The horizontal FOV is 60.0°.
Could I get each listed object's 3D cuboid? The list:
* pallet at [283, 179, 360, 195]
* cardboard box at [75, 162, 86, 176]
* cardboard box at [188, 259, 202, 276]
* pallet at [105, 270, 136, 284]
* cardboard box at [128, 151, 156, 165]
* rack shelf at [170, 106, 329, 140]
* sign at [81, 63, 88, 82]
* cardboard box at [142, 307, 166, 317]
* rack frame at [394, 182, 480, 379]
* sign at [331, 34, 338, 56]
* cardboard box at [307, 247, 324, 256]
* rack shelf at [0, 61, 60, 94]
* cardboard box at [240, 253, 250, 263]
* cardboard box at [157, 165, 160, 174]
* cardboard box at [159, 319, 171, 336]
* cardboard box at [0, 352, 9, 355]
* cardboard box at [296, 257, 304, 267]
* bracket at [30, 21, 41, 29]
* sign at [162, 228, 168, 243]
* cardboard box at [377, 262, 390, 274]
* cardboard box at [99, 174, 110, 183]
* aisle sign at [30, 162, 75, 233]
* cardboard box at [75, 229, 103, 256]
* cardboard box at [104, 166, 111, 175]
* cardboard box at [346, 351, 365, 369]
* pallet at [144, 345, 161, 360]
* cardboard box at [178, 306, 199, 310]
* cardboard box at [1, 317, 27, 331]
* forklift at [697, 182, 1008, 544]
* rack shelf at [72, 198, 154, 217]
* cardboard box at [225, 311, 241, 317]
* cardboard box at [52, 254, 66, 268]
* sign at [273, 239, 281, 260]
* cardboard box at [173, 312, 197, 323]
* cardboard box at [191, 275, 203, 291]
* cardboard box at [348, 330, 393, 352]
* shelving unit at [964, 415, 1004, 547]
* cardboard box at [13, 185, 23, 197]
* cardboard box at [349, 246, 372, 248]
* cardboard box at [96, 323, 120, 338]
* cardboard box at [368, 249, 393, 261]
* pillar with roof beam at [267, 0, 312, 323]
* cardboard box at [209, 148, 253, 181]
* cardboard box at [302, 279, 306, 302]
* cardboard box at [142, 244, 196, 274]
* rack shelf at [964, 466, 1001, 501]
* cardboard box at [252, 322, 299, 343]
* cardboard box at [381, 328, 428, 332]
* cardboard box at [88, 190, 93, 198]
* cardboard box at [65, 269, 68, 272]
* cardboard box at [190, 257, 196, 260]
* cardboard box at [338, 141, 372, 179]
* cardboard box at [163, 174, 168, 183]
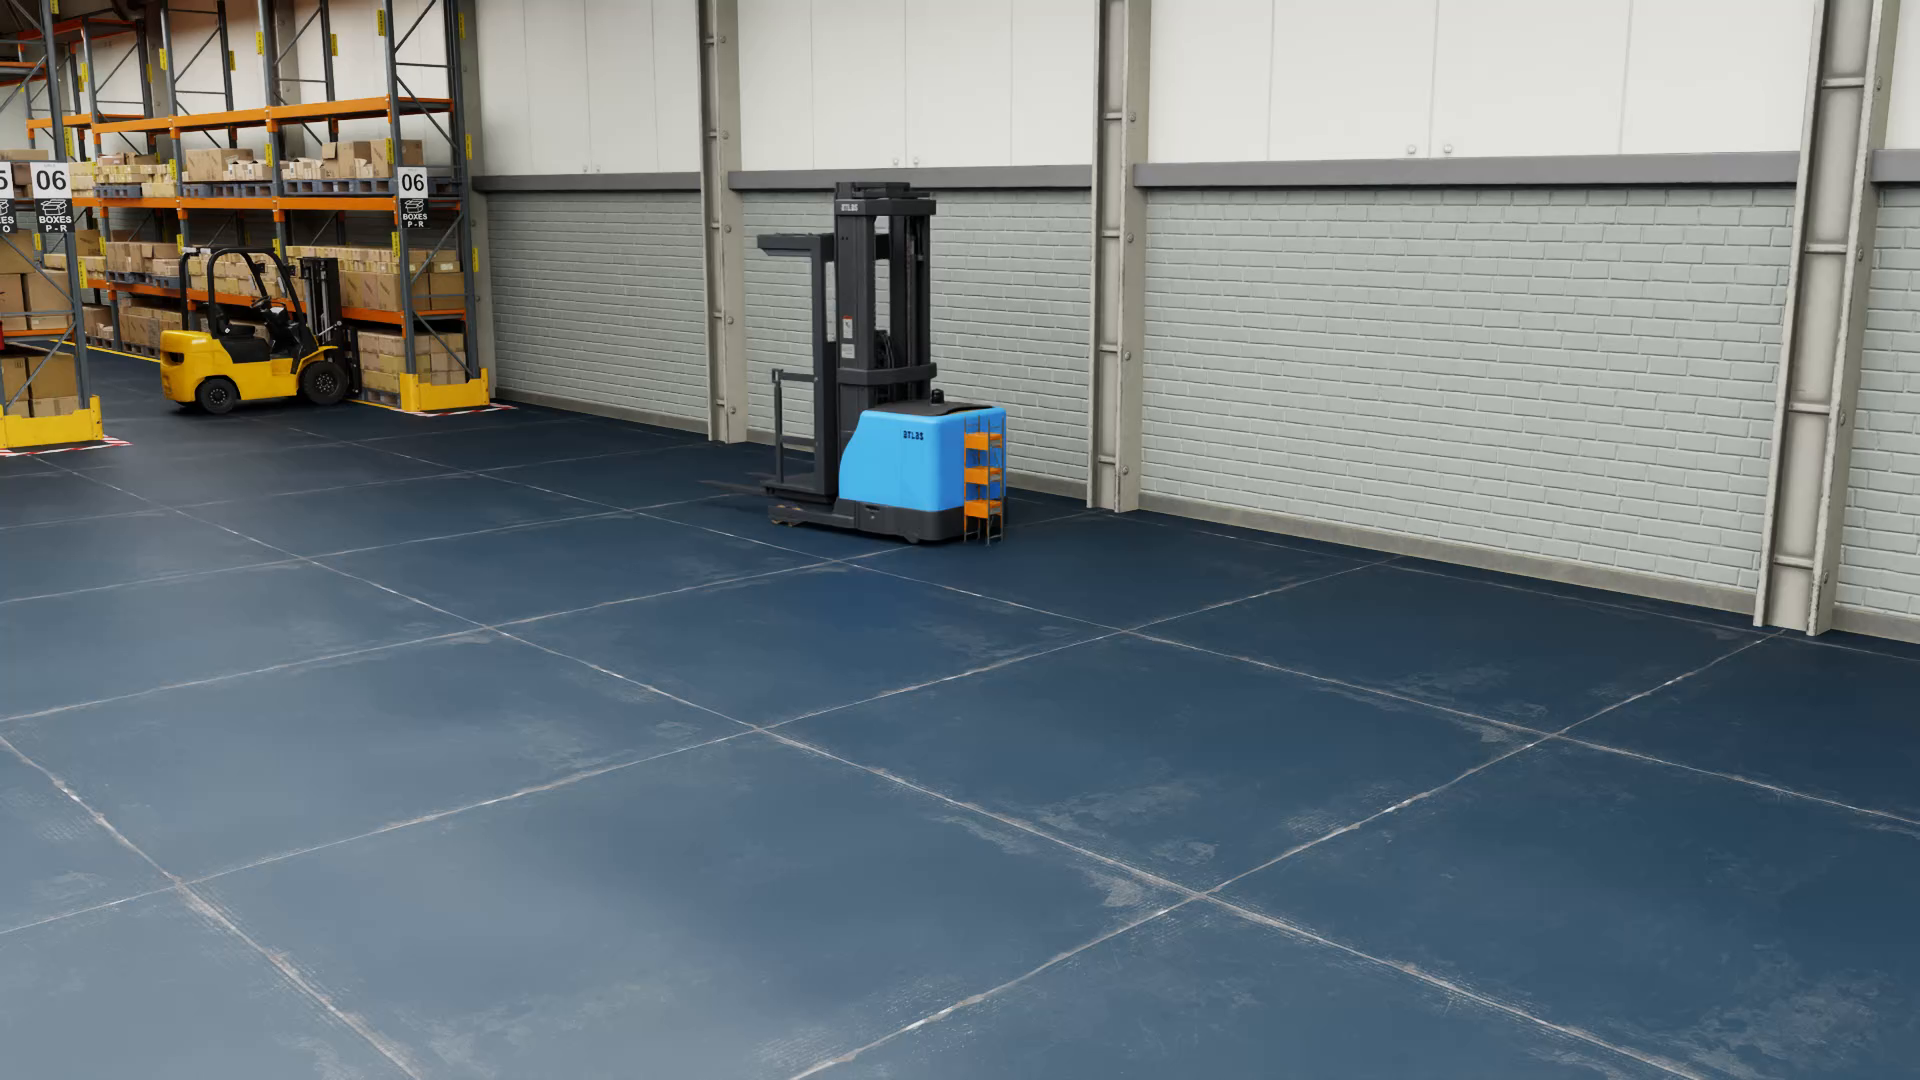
[{"bbox_3d":[-9.196,-5.180,24.406,1.003,0.211,1.213,-11,16,-43],"label":"pallet"},{"bbox_3d":[-16.208,-6.942,31.134,0.500,0.250,0.500,-11,16,-43],"label":"cardboard box"},{"bbox_3d":[-12.454,-4.528,27.588,0.500,0.250,0.500,-11,16,-43],"label":"cardboard box"},{"bbox_3d":[-14.855,-4.817,30.333,1.003,0.211,1.213,-11,16,-43],"label":"pallet"},{"bbox_3d":[-14.861,-6.923,30.217,0.396,0.266,0.258,-11,16,-43],"label":"cardboard box"},{"bbox_3d":[-11.185,-6.557,26.211,1.077,0.370,4.000,-11,16,-43],"label":"rack shelf"},{"bbox_3d":[-15.733,-8.404,29.892,0.100,0.325,0.005,-11,16,-43],"label":"sign"},{"bbox_3d":[-14.496,-4.107,29.959,0.380,0.149,0.250,-11,16,-43],"label":"cardboard box"},{"bbox_3d":[-7.041,-3.291,22.453,1.000,3.000,0.127,-11,16,-43],"label":"rack frame"},{"bbox_3d":[-9.385,-7.422,24.929,0.100,0.325,0.005,-11,16,-43],"label":"sign"},{"bbox_3d":[-9.266,-4.186,24.204,0.380,0.149,0.250,-10,16,-41],"label":"cardboard box"},{"bbox_3d":[-12.010,-5.475,19.977,1.077,0.370,4.000,-11,16,-43],"label":"rack shelf"},{"bbox_3d":[-11.104,-4.443,26.188,0.380,0.149,0.250,-11,16,-42],"label":"cardboard box"},{"bbox_3d":[-13.488,-6.332,28.426,0.380,0.149,0.250,-11,16,-43],"label":"cardboard box"},{"bbox_3d":[-13.715,-3.622,29.215,0.500,0.500,0.500,-10,15,-40],"label":"cardboard box"},{"bbox_3d":[-11.733,-1.982,20.011,0.500,0.500,0.500,-10,15,-40],"label":"cardboard box"},{"bbox_3d":[-9.594,-4.121,24.625,0.380,0.149,0.250,-10,16,-41],"label":"cardboard box"},{"bbox_3d":[-19.271,-10.737,34.804,0.235,0.232,0.430,-11,16,-43],"label":"bracket"},{"bbox_3d":[-14.929,-5.688,31.215,0.100,0.325,0.005,-11,16,-43],"label":"sign"},{"bbox_3d":[-7.681,-3.703,22.594,0.380,0.149,0.250,-11,16,-42],"label":"cardboard box"},{"bbox_3d":[-15.256,-6.502,29.936,0.380,0.149,0.250,-11,16,-42],"label":"cardboard box"},{"bbox_3d":[-10.362,-3.906,18.996,0.394,0.787,0.004,-11,16,-43],"label":"aisle sign"},{"bbox_3d":[-16.936,-5.743,32.130,0.500,0.500,0.500,-10,16,-41],"label":"cardboard box"},{"bbox_3d":[-15.059,-6.612,29.736,0.380,0.149,0.250,-11,16,-44],"label":"cardboard box"},{"bbox_3d":[-8.314,-2.570,23.485,0.500,0.250,0.500,-11,16,-44],"label":"cardboard box"},{"bbox_3d":[-13.892,-3.385,29.820,1.003,0.211,1.213,-11,16,-43],"label":"pallet"},{"bbox_3d":[-13.941,-4.145,30.144,0.380,0.149,0.250,-11,16,-42],"label":"cardboard box"},{"bbox_3d":[-11.042,-2.501,19.239,0.380,0.149,0.250,-10,15,-41],"label":"cardboard box"},{"bbox_3d":[-1.058,-1.625,14.535,3.031,2.935,1.130,9,15,38],"label":"forklift"},{"bbox_3d":[-16.709,-6.451,32.140,1.077,0.370,4.000,-11,16,-43],"label":"rack shelf"},{"bbox_3d":[-12.701,-3.877,28.845,0.380,0.149,0.250,-10,15,-40],"label":"cardboard box"},{"bbox_3d":[-17.624,-5.521,32.912,0.500,0.250,0.500,-11,16,-42],"label":"cardboard box"},{"bbox_3d":[-10.189,-4.326,24.804,0.100,0.325,0.005,-11,16,-43],"label":"sign"},{"bbox_3d":[-13.301,-3.830,28.615,0.250,0.149,0.380,11,16,42],"label":"cardboard box"},{"bbox_3d":[-12.436,-4.287,27.656,0.500,0.250,0.500,-11,16,-42],"label":"cardboard box"},{"bbox_3d":[-8.297,-2.810,23.411,0.500,0.250,0.500,-11,16,-42],"label":"cardboard box"},{"bbox_3d":[0.195,-0.488,13.677,0.252,1.050,0.215,9,15,38],"label":"shelving unit"},{"bbox_3d":[-10.869,-4.065,19.396,0.250,0.149,0.380,11,16,43],"label":"cardboard box"},{"bbox_3d":[-8.811,-4.276,24.640,0.380,0.149,0.250,-11,16,-44],"label":"cardboard box"},{"bbox_3d":[-16.172,-4.002,31.636,0.396,0.266,0.258,-10,15,-41],"label":"cardboard box"},{"bbox_3d":[-7.952,-3.939,23.006,0.380,0.149,0.250,-11,16,-42],"label":"cardboard box"},{"bbox_3d":[-14.127,-6.733,24.289,9.100,9.000,0.400,-11,16,-43],"label":"pillar with roof beam"},{"bbox_3d":[-11.539,-5.943,26.356,0.500,0.500,0.500,-10,16,-41],"label":"cardboard box"},{"bbox_3d":[-9.314,-3.749,24.428,0.500,0.500,0.500,-11,16,-42],"label":"cardboard box"},{"bbox_3d":[-13.827,-4.928,29.098,0.637,0.503,0.797,11,16,44],"label":"cardboard box"},{"bbox_3d":[0.195,-0.477,13.679,0.240,0.259,0.215,9,15,38],"label":"rack shelf"},{"bbox_3d":[-10.702,-3.107,26.401,0.875,0.625,0.625,-11,16,-43],"label":"cardboard box"},{"bbox_3d":[-7.922,-2.883,23.769,0.500,0.250,0.500,-11,16,-43],"label":"cardboard box"},{"bbox_3d":[-15.957,-6.436,30.907,0.380,0.149,0.250,-11,16,-43],"label":"cardboard box"},{"bbox_3d":[-17.208,-5.222,32.448,0.250,0.149,0.380,11,16,44],"label":"cardboard box"},{"bbox_3d":[-12.559,-4.738,27.619,0.380,0.149,0.250,-10,15,-41],"label":"cardboard box"},{"bbox_3d":[-8.158,-5.258,23.030,0.700,0.500,0.500,-11,16,-42],"label":"cardboard box"},{"bbox_3d":[-13.313,-6.150,28.281,0.380,0.149,0.250,-10,16,-41],"label":"cardboard box"}]
